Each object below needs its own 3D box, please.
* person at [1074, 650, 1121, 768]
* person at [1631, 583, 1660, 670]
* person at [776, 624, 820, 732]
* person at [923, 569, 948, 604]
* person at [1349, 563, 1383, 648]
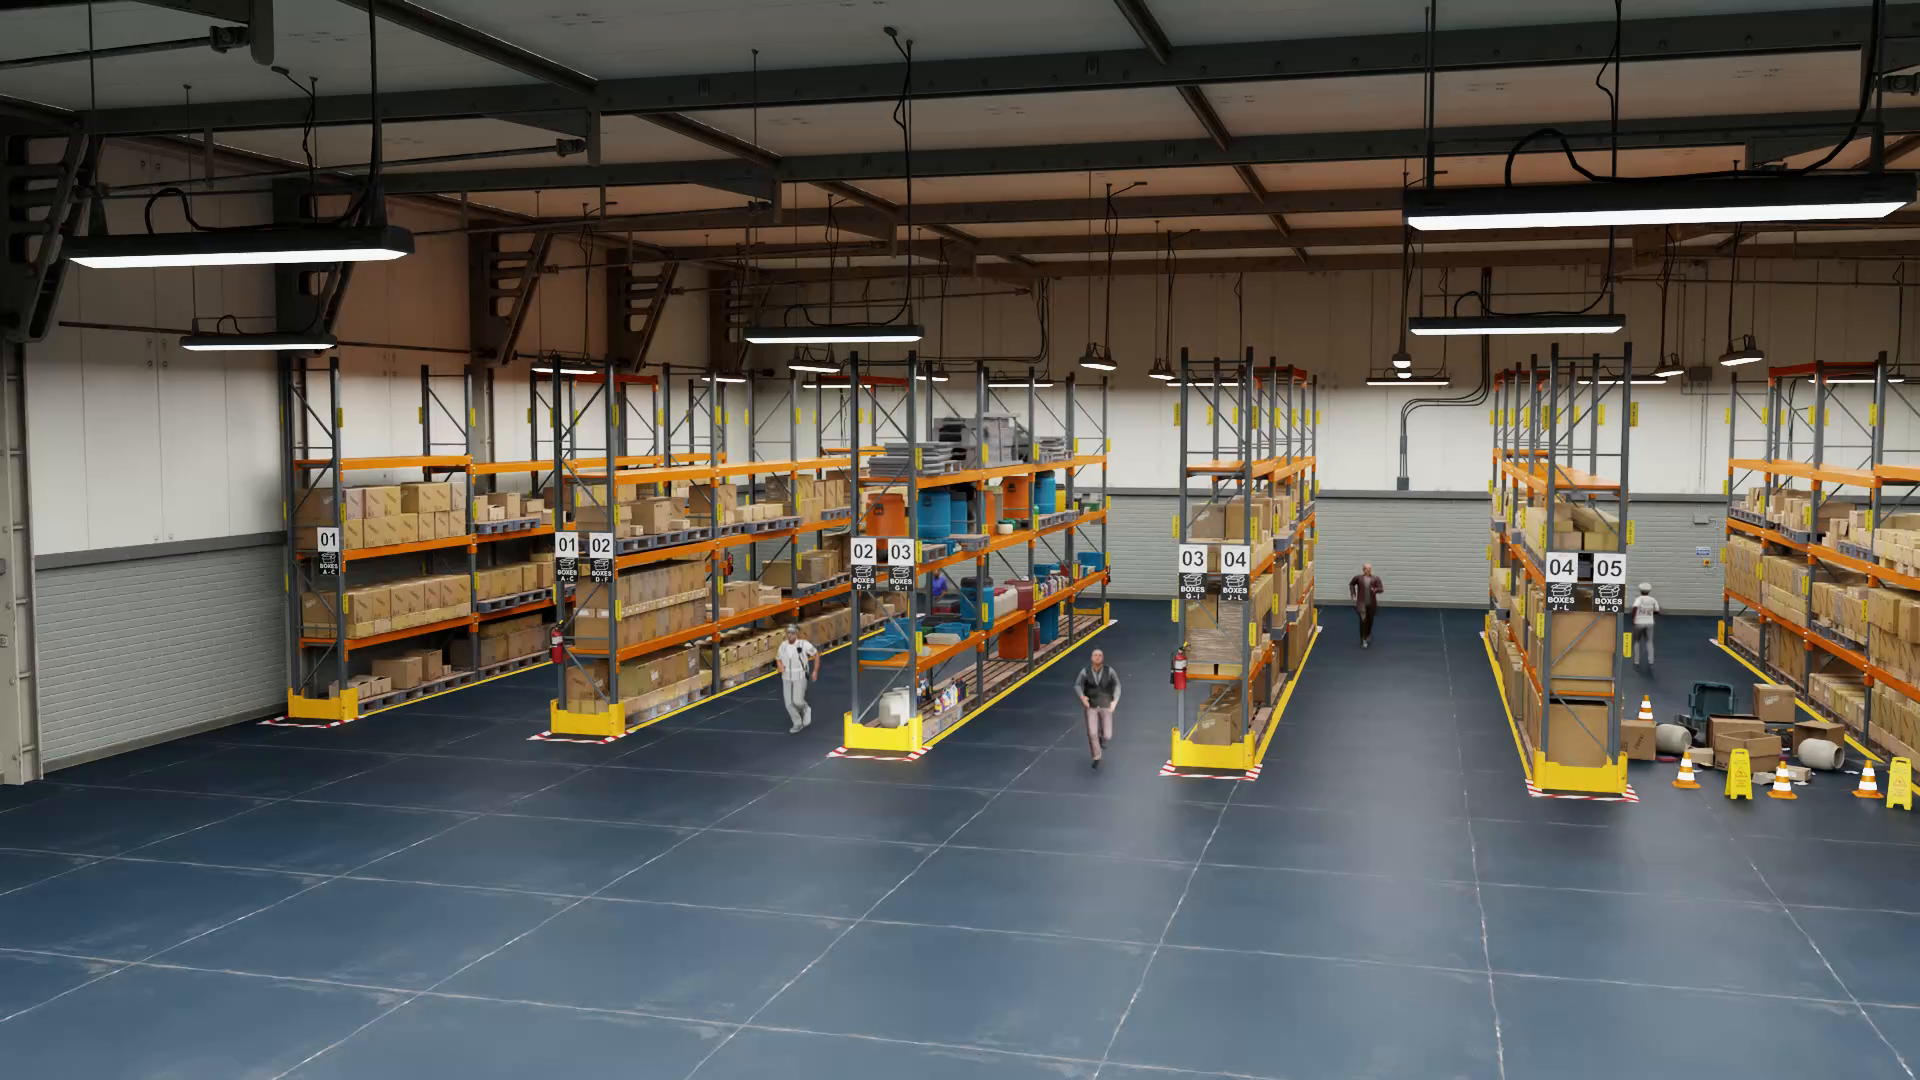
[{"bbox_3d":[1.986,2.416,24.017,0.683,1.683,0.643,0,4,0],"label":"person"},{"bbox_3d":[13.562,1.733,32.937,0.603,1.741,0.806,1,4,8],"label":"person"},{"bbox_3d":[-2.625,2.199,26.421,0.673,1.753,0.620,1,4,17],"label":"person"},{"bbox_3d":[-0.572,1.425,37.791,0.547,1.614,0.551,0,4,-2],"label":"person"},{"bbox_3d":[8.917,1.416,36.463,0.687,1.808,0.988,0,4,5],"label":"person"}]
